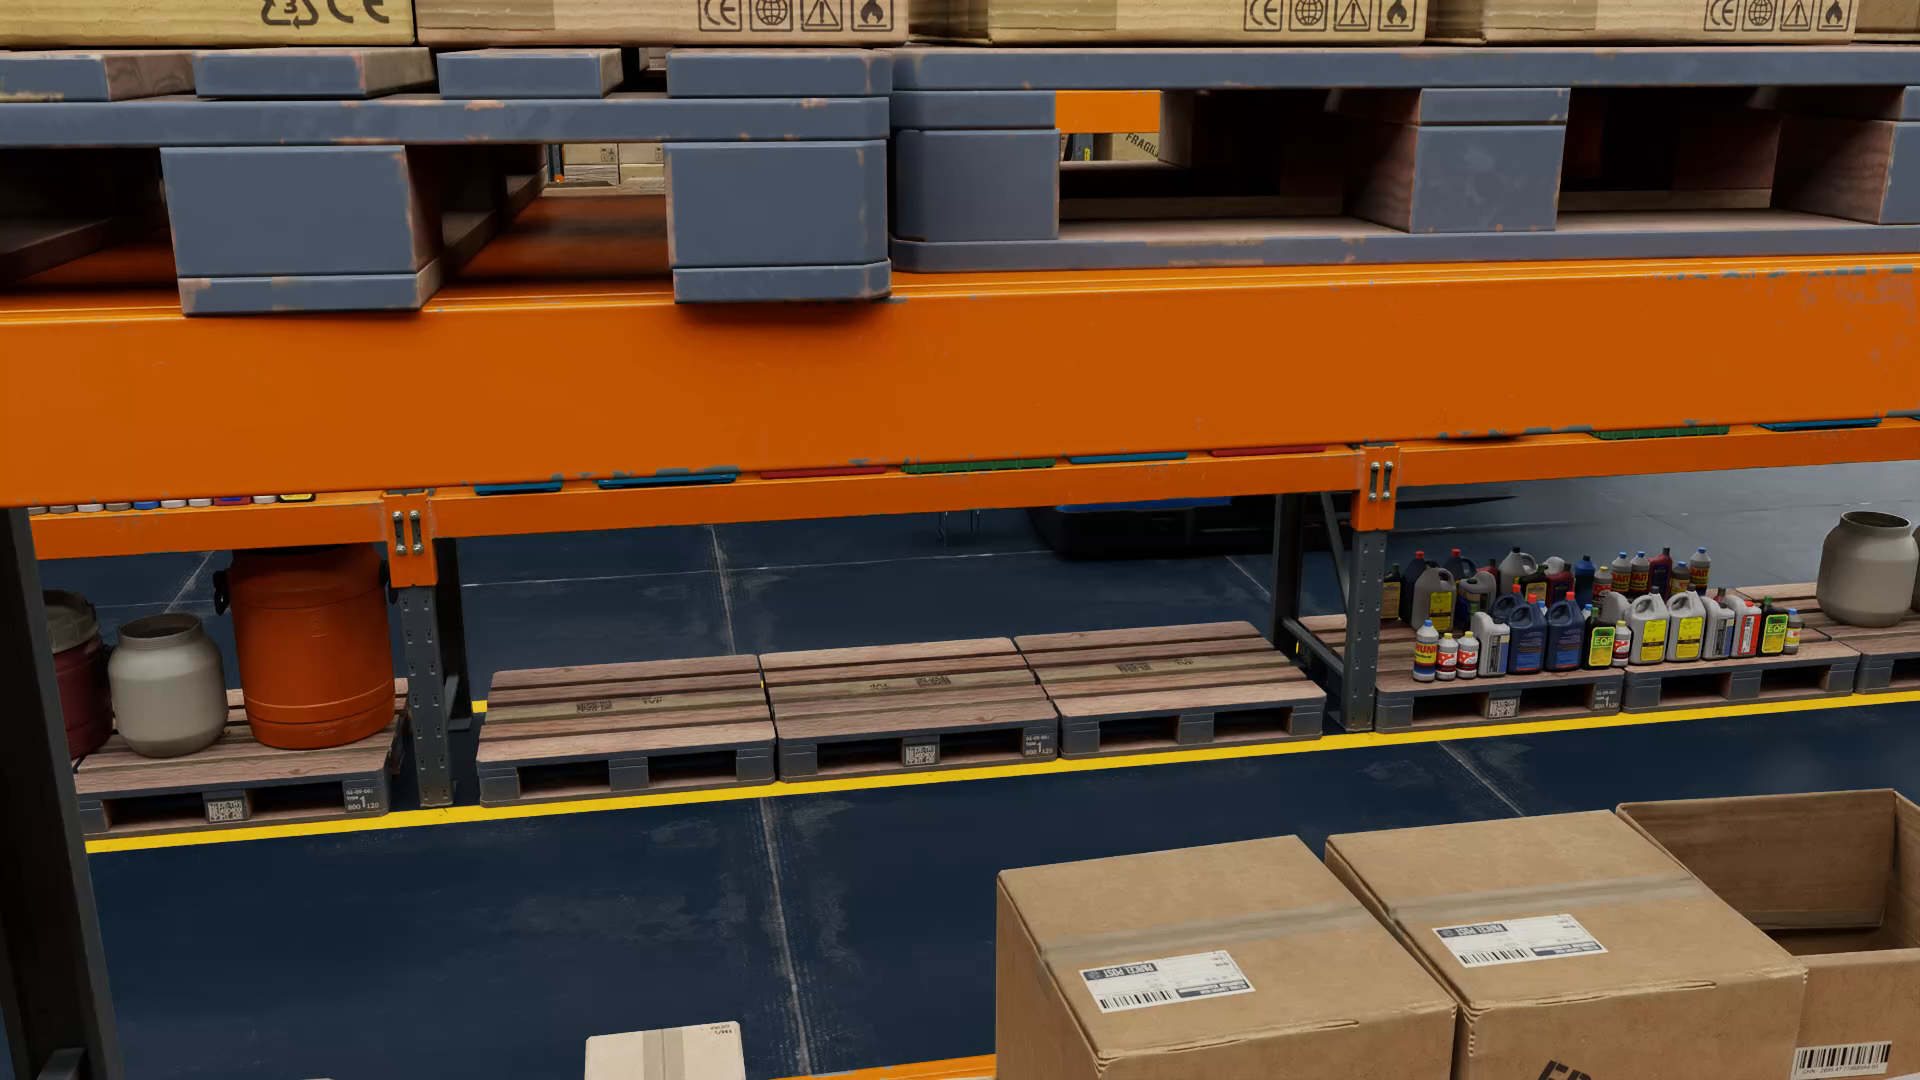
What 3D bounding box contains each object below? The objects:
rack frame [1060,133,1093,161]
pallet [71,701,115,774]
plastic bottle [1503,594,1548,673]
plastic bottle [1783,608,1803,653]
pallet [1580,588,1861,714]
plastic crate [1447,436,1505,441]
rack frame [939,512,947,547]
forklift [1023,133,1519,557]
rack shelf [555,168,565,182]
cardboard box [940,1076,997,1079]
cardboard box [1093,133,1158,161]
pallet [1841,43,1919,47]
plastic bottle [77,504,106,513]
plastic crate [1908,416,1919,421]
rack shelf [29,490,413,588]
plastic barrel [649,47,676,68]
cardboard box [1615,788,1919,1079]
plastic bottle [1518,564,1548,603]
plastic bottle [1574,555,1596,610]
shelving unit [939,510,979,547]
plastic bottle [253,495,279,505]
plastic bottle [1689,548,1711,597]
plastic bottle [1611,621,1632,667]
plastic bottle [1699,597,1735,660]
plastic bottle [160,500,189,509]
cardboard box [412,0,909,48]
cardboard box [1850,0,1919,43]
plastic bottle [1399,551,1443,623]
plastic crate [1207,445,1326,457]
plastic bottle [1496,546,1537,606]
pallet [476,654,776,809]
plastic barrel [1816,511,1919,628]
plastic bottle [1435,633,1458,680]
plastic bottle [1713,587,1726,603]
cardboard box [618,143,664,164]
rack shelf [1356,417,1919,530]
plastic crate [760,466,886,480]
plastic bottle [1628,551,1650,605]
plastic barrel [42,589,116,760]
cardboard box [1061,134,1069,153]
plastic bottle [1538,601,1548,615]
[{"bbox_3d":[0.765,-2.137,12.162,0.127,3.000,1.000,-3,17,-10],"label":"rack frame"},{"bbox_3d":[-4.184,0.969,6.797,1.213,0.211,1.003,-3,17,-10],"label":"pallet"},{"bbox_3d":[2.576,0.421,7.595,0.185,0.351,0.144,-3,17,-9],"label":"plastic bottle"},{"bbox_3d":[3.912,0.424,7.841,0.097,0.201,0.097,0,17,0],"label":"plastic bottle"},{"bbox_3d":[3.573,0.529,8.230,1.213,0.211,1.003,-3,17,-10],"label":"pallet"},{"bbox_3d":[2.243,-0.672,7.498,0.504,0.338,0.767,-3,17,-10],"label":"plastic crate"},{"bbox_3d":[-0.108,-0.424,10.160,0.006,0.900,0.240,-3,17,-10],"label":"rack frame"},{"bbox_3d":[1.973,-1.487,10.162,3.031,2.935,1.130,-3,17,-9],"label":"forklift"},{"bbox_3d":[-3.078,-4.539,21.206,4.000,0.370,1.077,-3,17,-10],"label":"rack shelf"},{"bbox_3d":[-0.045,0.974,2.459,0.250,0.149,0.380,-2,17,-6],"label":"cardboard box"},{"bbox_3d":[1.255,-2.757,11.800,0.500,0.500,0.500,-3,17,-10],"label":"cardboard box"},{"bbox_3d":[1.777,-0.571,2.279,1.217,0.209,0.805,-4,18,-13],"label":"pallet"},{"bbox_3d":[-3.264,-0.244,6.217,0.097,0.271,0.097,0,17,0],"label":"plastic bottle"},{"bbox_3d":[4.559,-0.713,7.777,0.408,0.251,0.499,-3,17,-10],"label":"plastic crate"},{"bbox_3d":[-4.186,-0.032,6.531,4.000,0.370,1.077,-3,17,-10],"label":"rack shelf"},{"bbox_3d":[-1.375,-2.144,6.219,0.600,0.901,0.600,0,17,0],"label":"plastic barrel"},{"bbox_3d":[1.367,0.738,2.629,0.500,0.500,0.500,-2,17,-6],"label":"cardboard box"},{"bbox_3d":[2.833,0.259,8.237,0.133,0.283,0.061,-3,17,-10],"label":"plastic bottle"},{"bbox_3d":[3.159,0.209,8.421,0.097,0.271,0.097,0,17,0],"label":"plastic bottle"},{"bbox_3d":[-0.008,-0.430,10.178,0.210,0.900,0.258,-3,17,-10],"label":"shelving unit"},{"bbox_3d":[-2.655,-0.245,6.340,0.097,0.201,0.097,0,17,0],"label":"plastic bottle"},{"bbox_3d":[3.793,0.173,8.538,0.097,0.271,0.097,0,17,0],"label":"plastic bottle"},{"bbox_3d":[3.044,0.473,7.680,0.097,0.201,0.097,0,17,0],"label":"plastic bottle"},{"bbox_3d":[3.523,0.402,7.784,0.135,0.276,0.152,-4,17,-12],"label":"plastic bottle"},{"bbox_3d":[-2.978,-0.227,6.280,0.097,0.201,0.097,0,17,0],"label":"plastic bottle"},{"bbox_3d":[-0.340,-0.698,1.905,0.500,0.250,0.500,-3,17,-9],"label":"cardboard box"},{"bbox_3d":[1.495,-0.781,2.179,0.500,0.250,0.500,-5,18,-16],"label":"cardboard box"},{"bbox_3d":[2.283,0.227,8.225,0.185,0.351,0.144,-4,17,-12],"label":"plastic bottle"},{"bbox_3d":[1.288,-0.625,7.129,0.583,0.464,0.402,-3,17,-10],"label":"plastic crate"},{"bbox_3d":[2.788,0.199,8.318,0.185,0.351,0.144,-3,17,-11],"label":"plastic bottle"},{"bbox_3d":[-1.454,0.814,7.301,1.213,0.211,1.003,-3,17,-10],"label":"pallet"},{"bbox_3d":[4.508,0.143,8.260,0.421,0.512,0.421,0,17,0],"label":"plastic barrel"},{"bbox_3d":[2.201,0.521,7.524,0.097,0.201,0.097,0,17,0],"label":"plastic bottle"},{"bbox_3d":[3.639,0.360,7.908,0.133,0.283,0.061,-3,17,-10],"label":"plastic bottle"},{"bbox_3d":[-3.065,-3.927,16.114,0.500,0.500,0.700,-3,17,-11],"label":"cardboard box"},{"bbox_3d":[3.669,-0.477,7.982,4.000,0.370,1.077,-3,17,-10],"label":"rack shelf"},{"bbox_3d":[-0.578,-0.519,6.784,0.583,0.464,0.402,-3,17,-10],"label":"plastic crate"},{"bbox_3d":[3.457,0.192,8.476,0.097,0.271,0.097,0,17,0],"label":"plastic bottle"},{"bbox_3d":[-3.808,0.560,6.771,0.708,0.588,0.600,-3,17,-10],"label":"plastic barrel"},{"bbox_3d":[0.810,-4.236,16.899,0.550,0.550,0.875,-3,17,-10],"label":"cardboard box"},{"bbox_3d":[2.696,0.416,7.746,0.097,0.271,0.097,0,17,0],"label":"plastic bottle"}]
